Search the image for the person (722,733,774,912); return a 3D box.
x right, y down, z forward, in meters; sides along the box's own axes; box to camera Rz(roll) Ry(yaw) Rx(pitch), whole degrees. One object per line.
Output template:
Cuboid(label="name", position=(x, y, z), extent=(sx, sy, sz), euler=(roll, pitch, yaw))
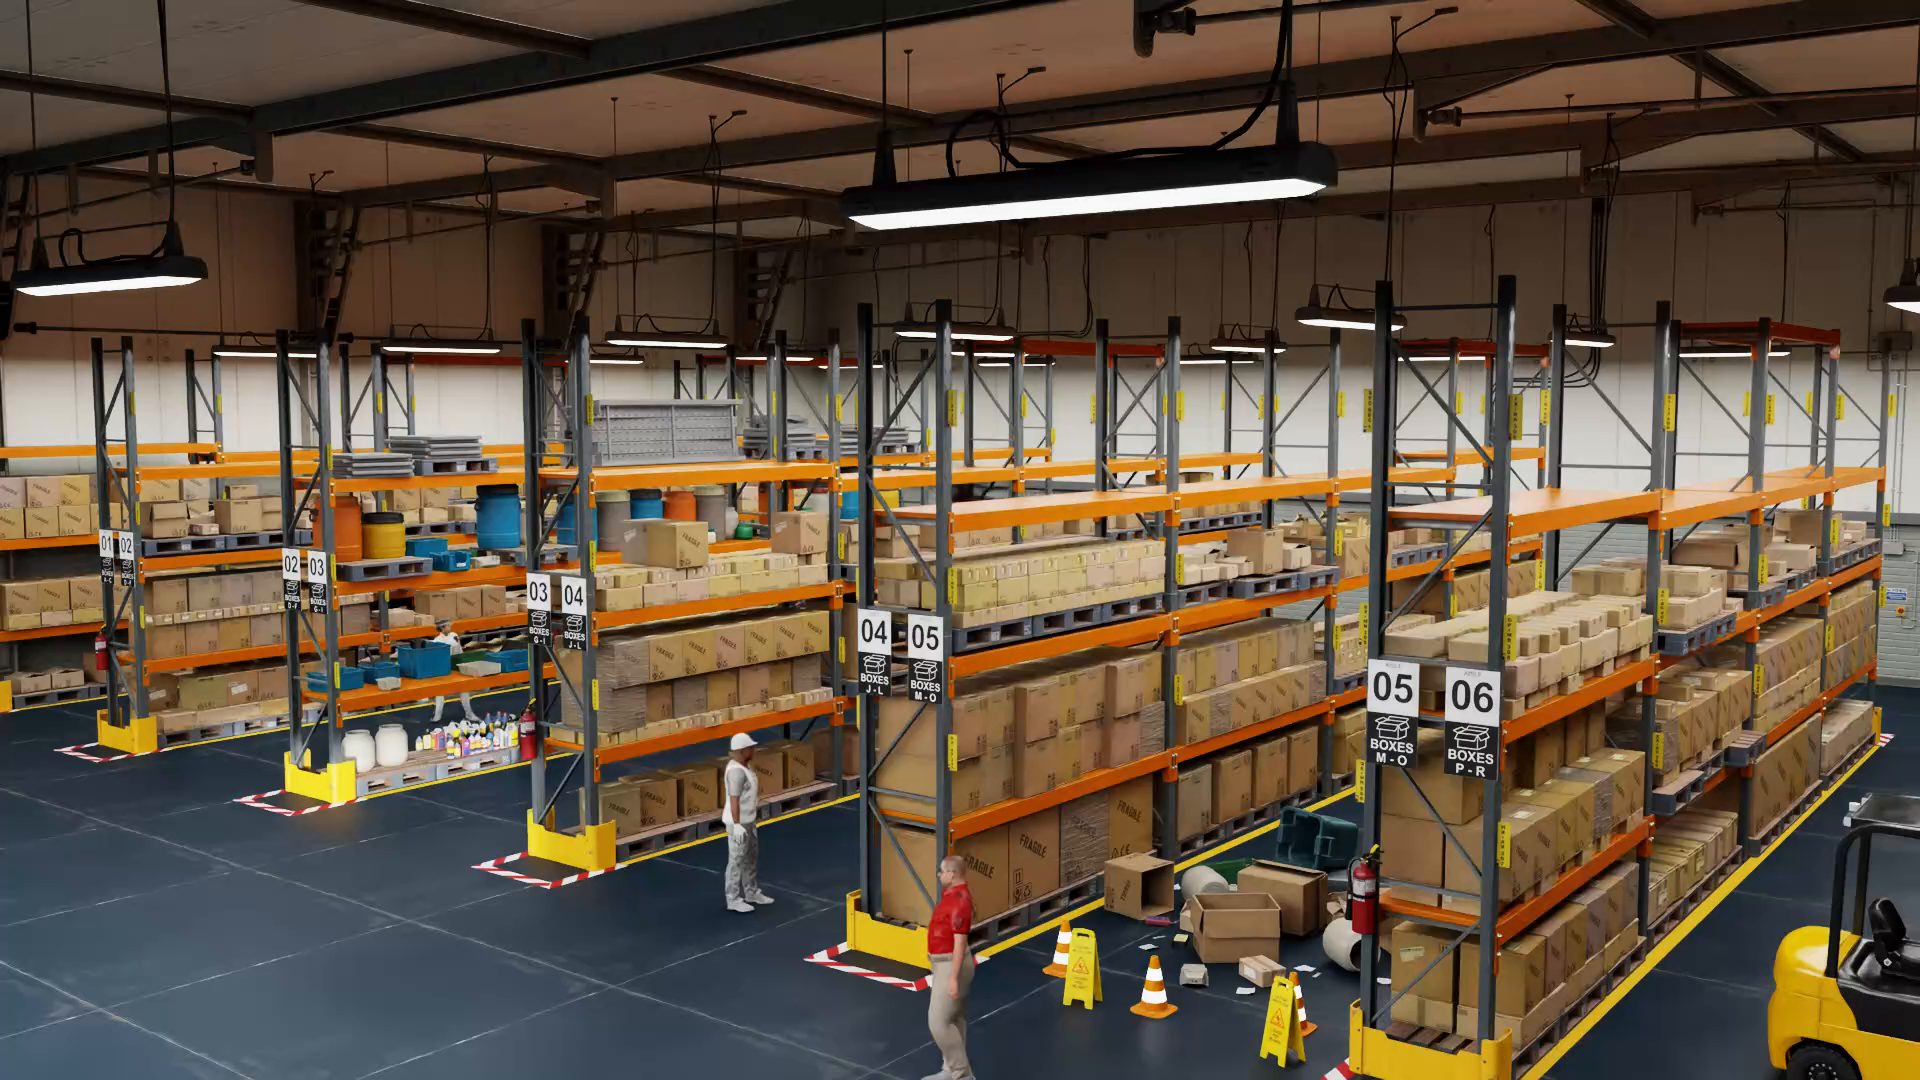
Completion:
Cuboid(label="person", position=(-2.144, 2.835, 16.720), extent=(0.481, 1.808, 0.649), euler=(0, 5, 2))

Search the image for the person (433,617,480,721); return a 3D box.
Cuboid(label="person", position=(-8.048, 2.054, 26.405), extent=(0.672, 1.702, 0.550), euler=(-4, 6, -38))

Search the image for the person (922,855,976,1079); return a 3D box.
Cuboid(label="person", position=(-0.092, 3.239, 12.406), extent=(0.398, 1.774, 0.593), euler=(0, 5, 1))
